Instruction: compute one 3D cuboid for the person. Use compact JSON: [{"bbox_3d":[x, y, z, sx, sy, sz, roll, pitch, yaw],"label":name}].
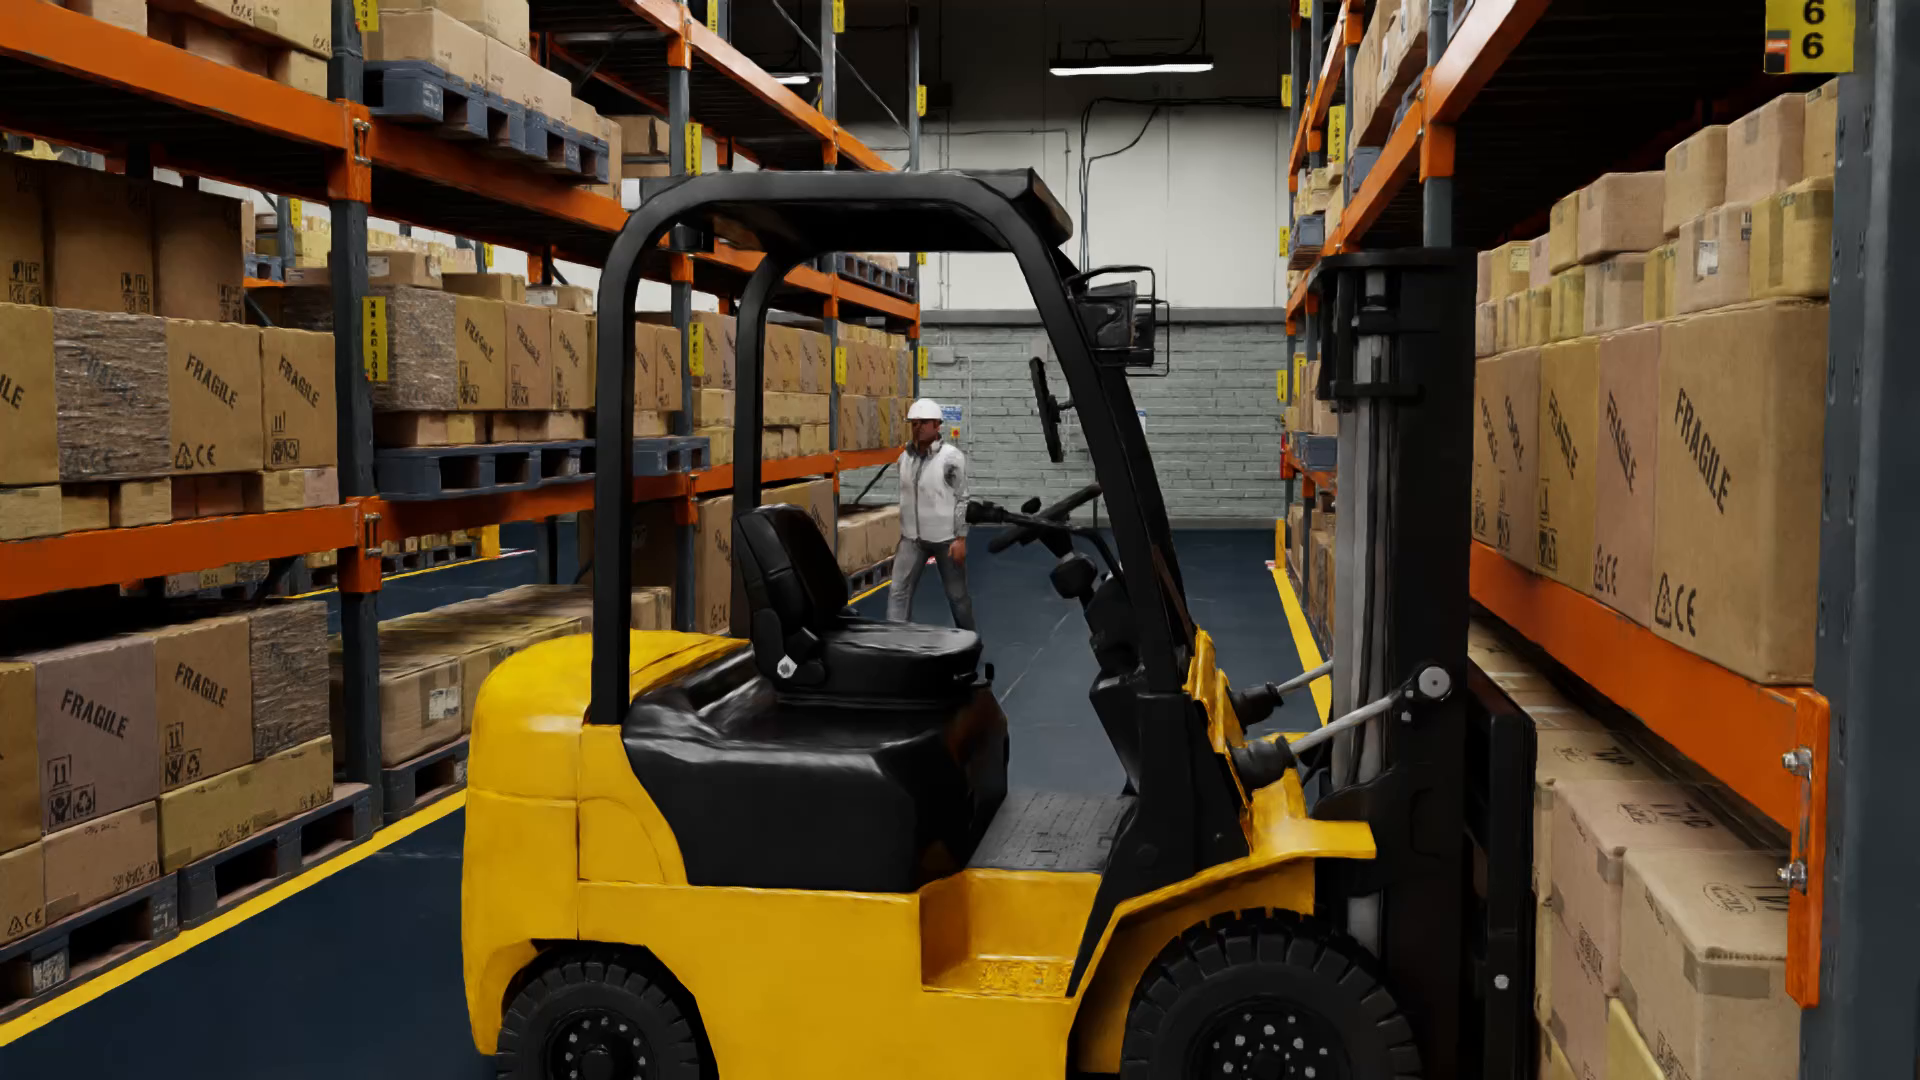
[{"bbox_3d":[-0.198,-0.038,10.658,0.582,1.735,0.945,2,5,29],"label":"person"}]
